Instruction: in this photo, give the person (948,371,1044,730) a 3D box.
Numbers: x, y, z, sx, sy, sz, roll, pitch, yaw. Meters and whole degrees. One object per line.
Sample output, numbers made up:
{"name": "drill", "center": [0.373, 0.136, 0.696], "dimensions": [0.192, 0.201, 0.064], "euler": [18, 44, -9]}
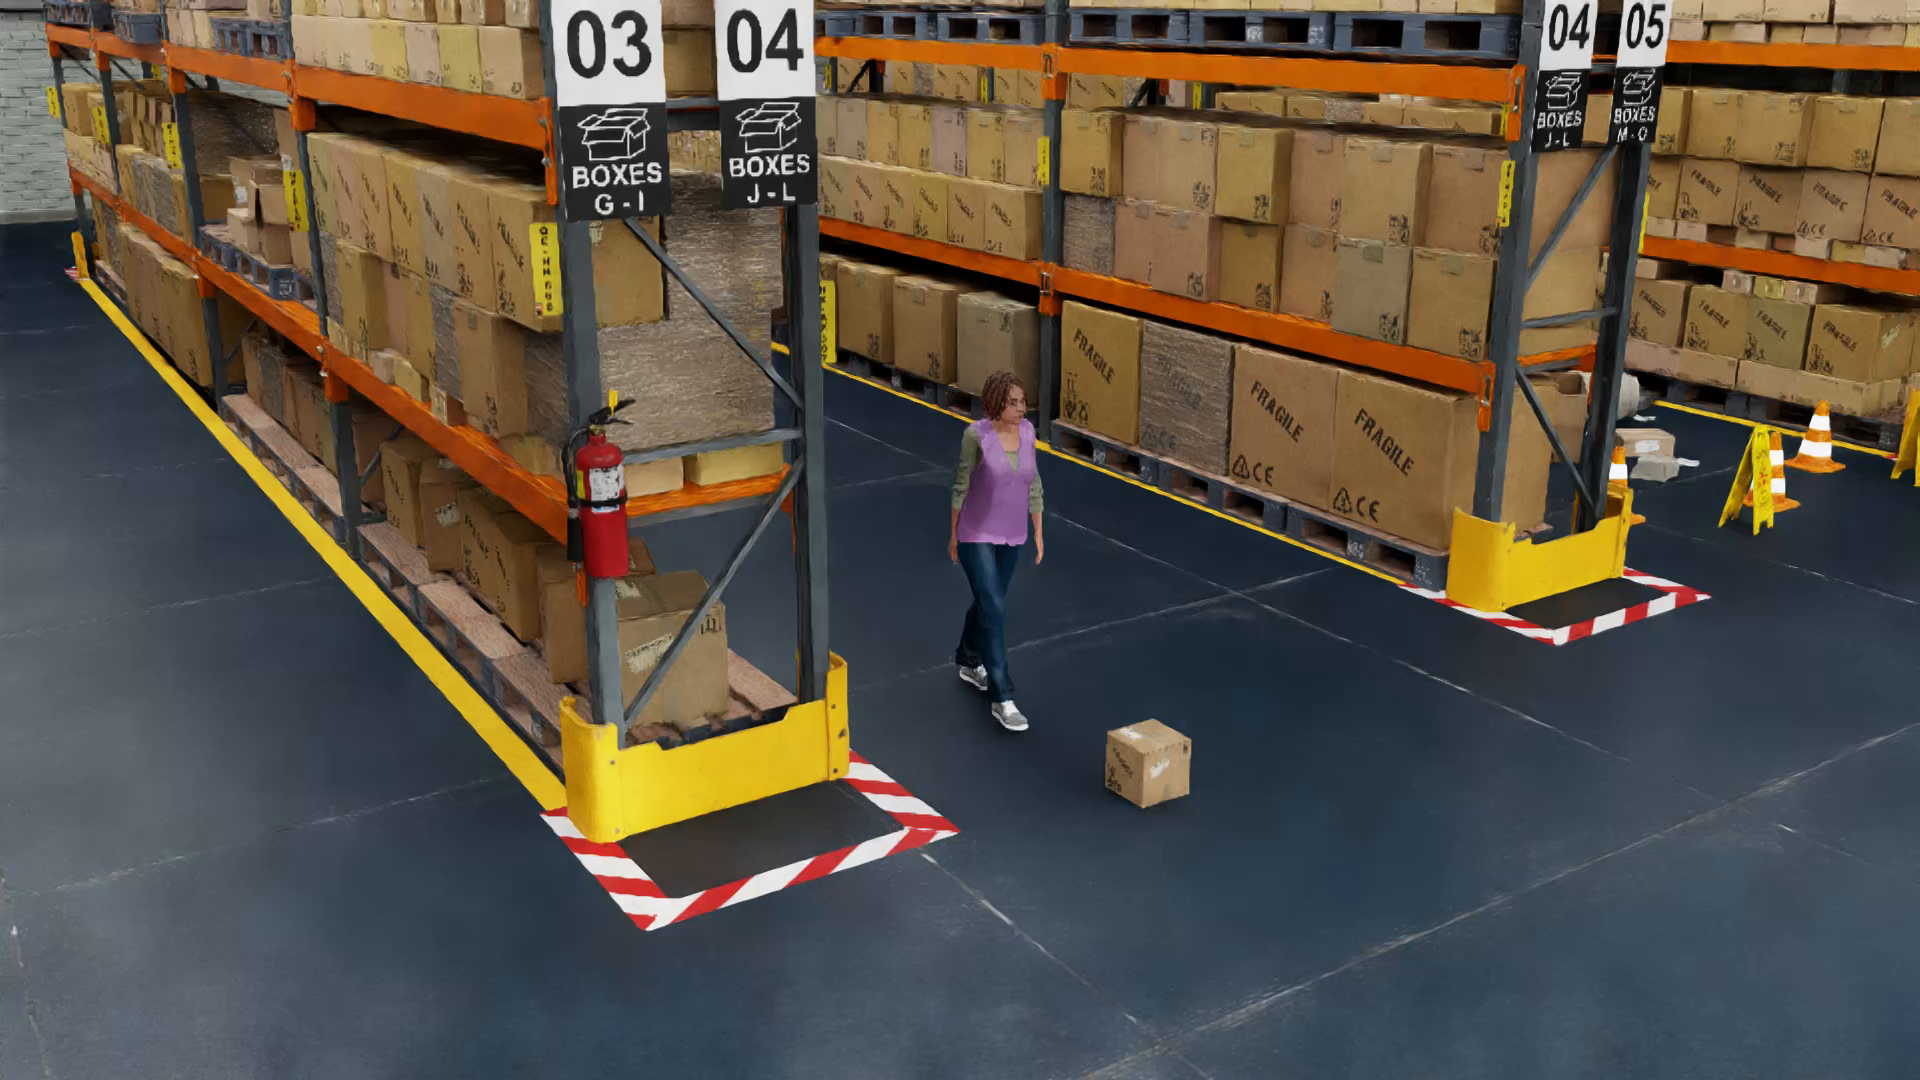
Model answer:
{"name": "person", "center": [0.206, 0.004, 7.535], "dimensions": [0.429, 1.574, 0.737], "euler": [-13, 23, -35]}
